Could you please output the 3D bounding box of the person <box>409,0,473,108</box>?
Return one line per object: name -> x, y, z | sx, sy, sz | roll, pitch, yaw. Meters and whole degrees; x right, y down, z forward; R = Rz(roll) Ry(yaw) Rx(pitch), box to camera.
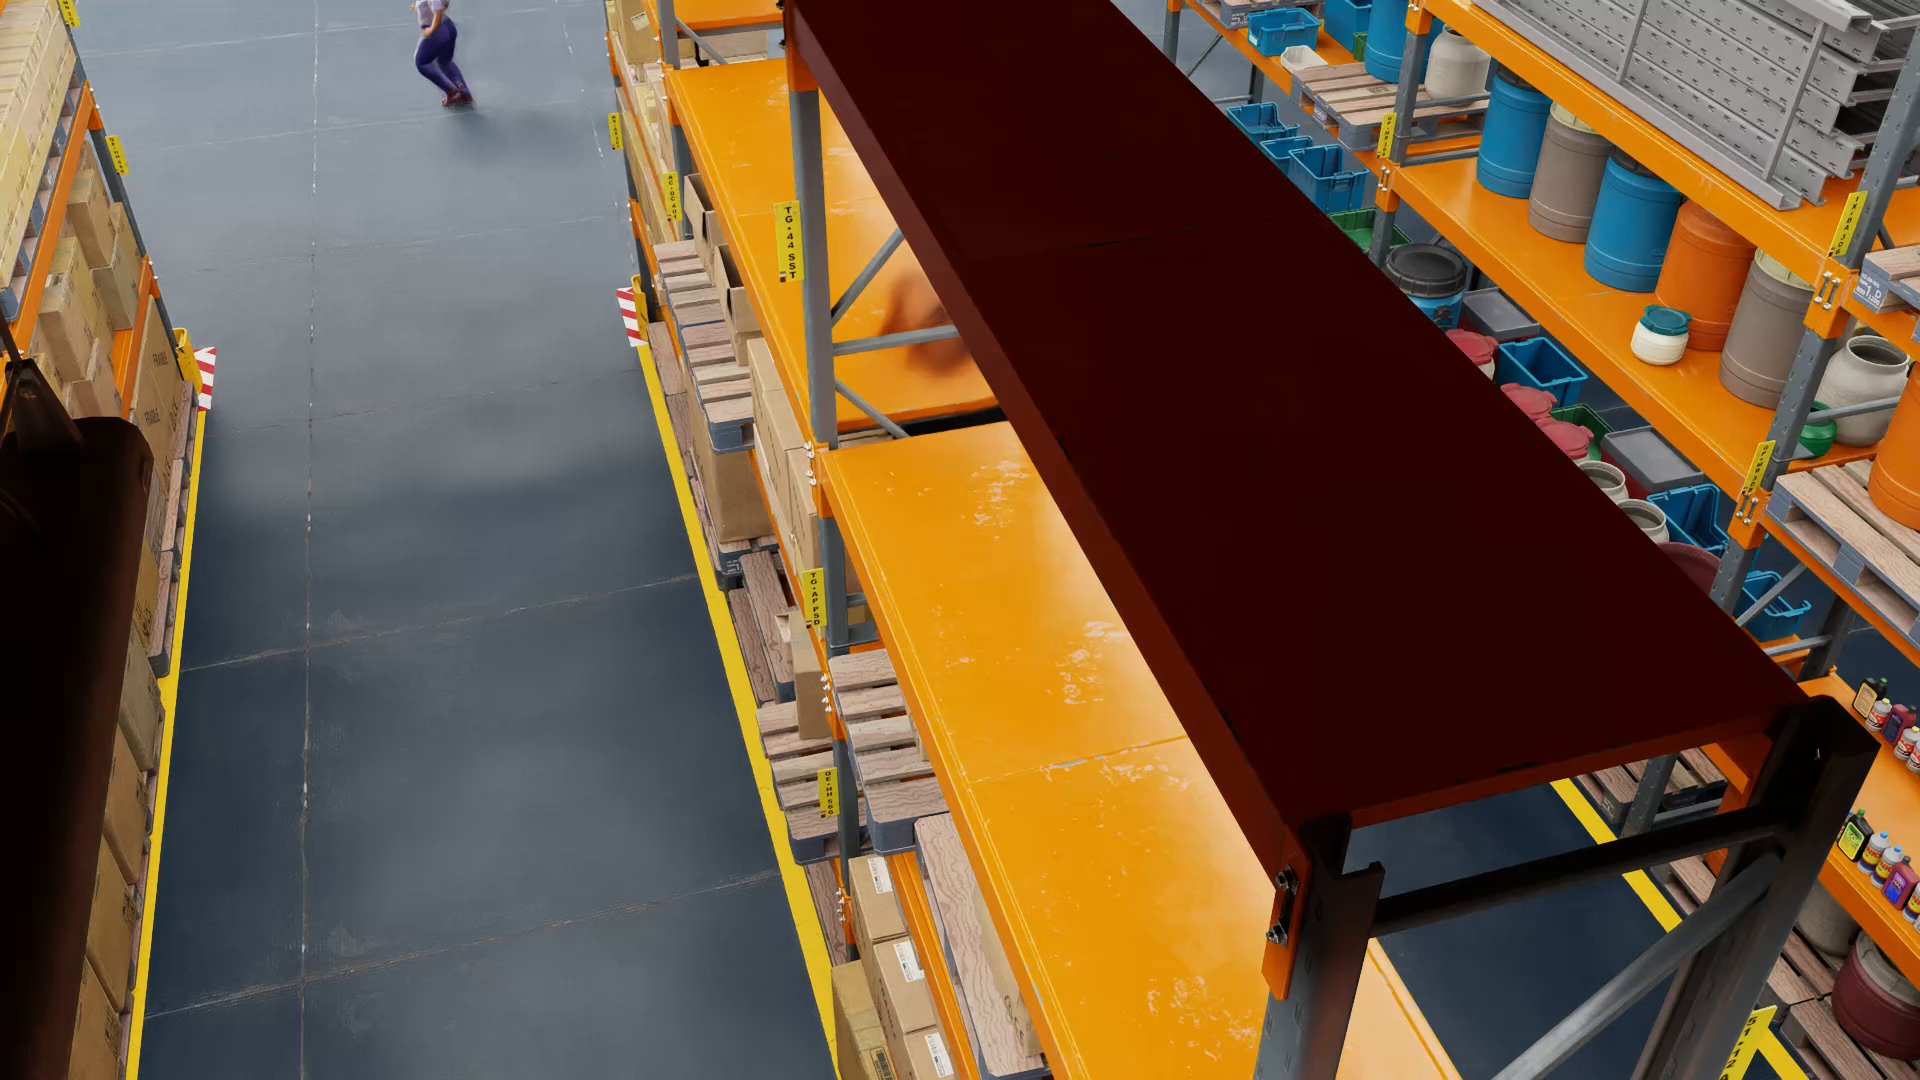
person -> -5.912, -5.668, 18.676 | 0.590, 1.627, 0.589 | 7, 39, 8
